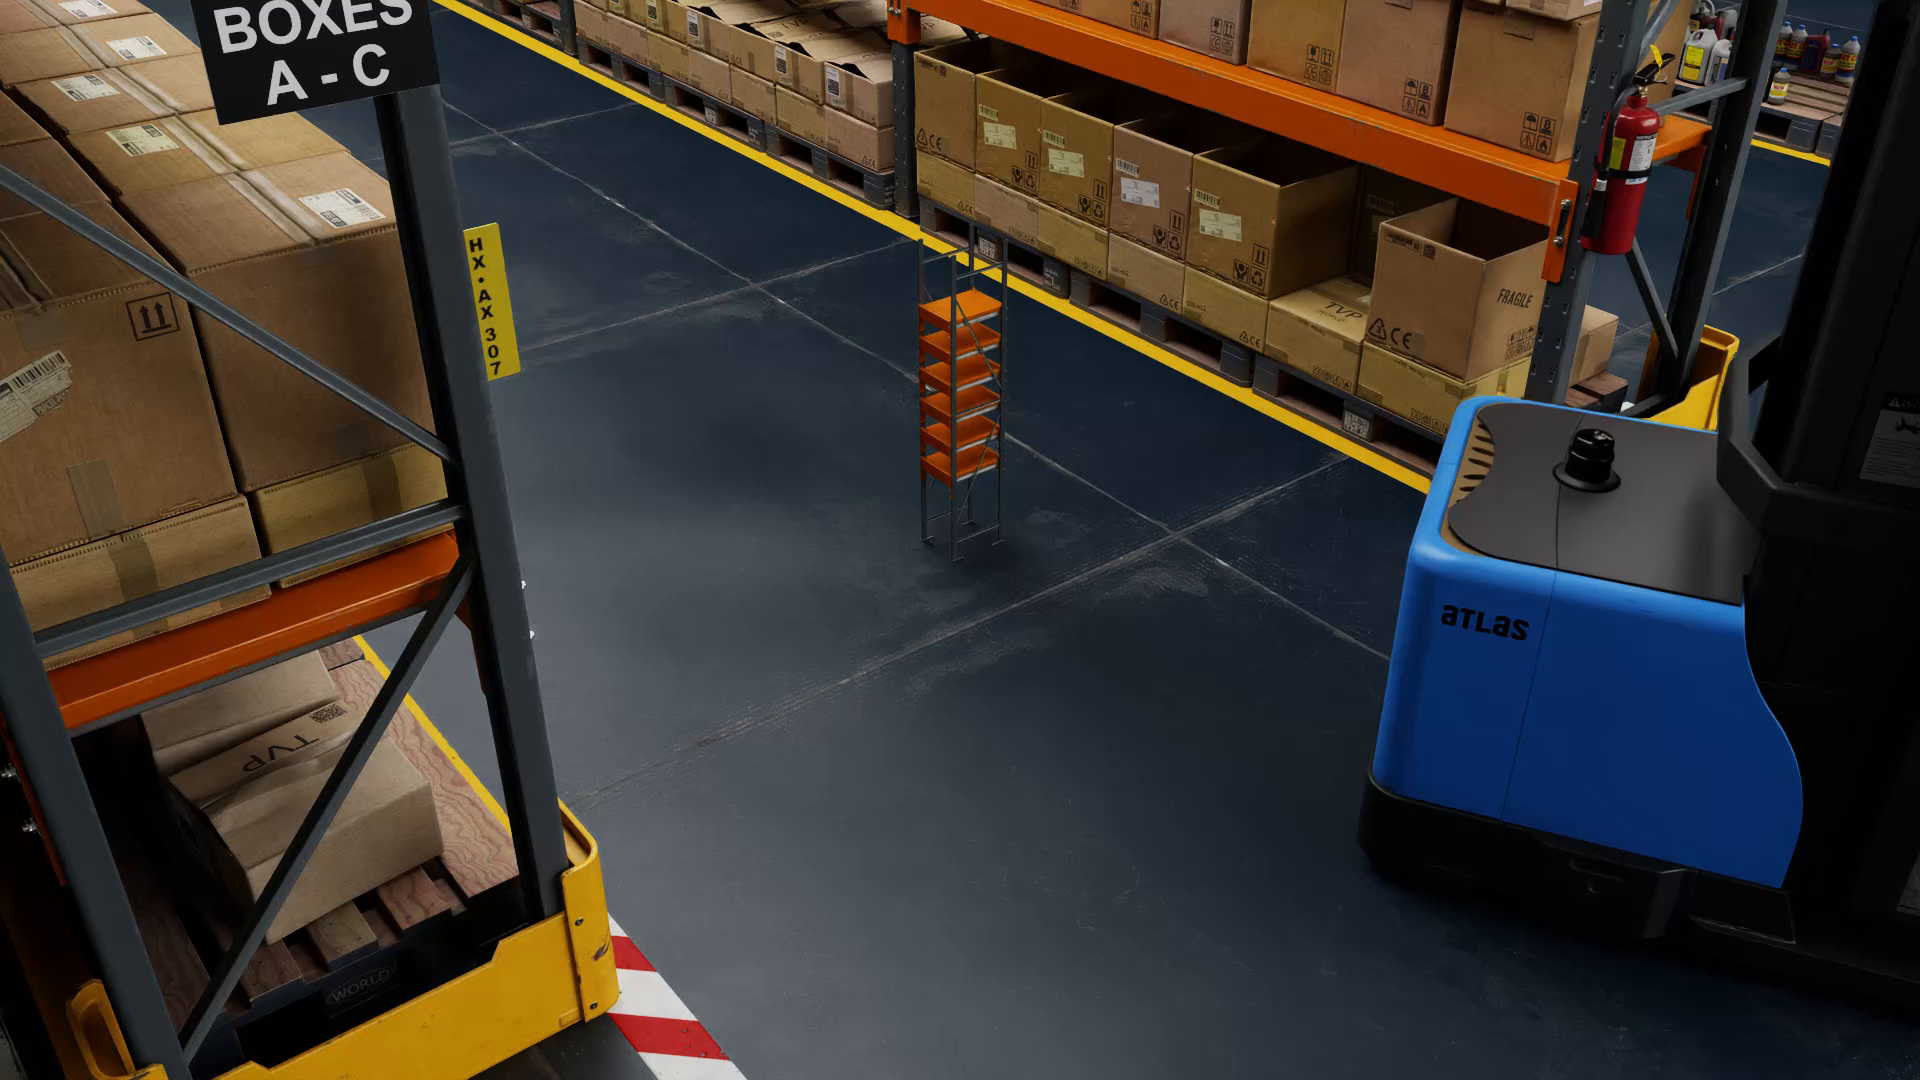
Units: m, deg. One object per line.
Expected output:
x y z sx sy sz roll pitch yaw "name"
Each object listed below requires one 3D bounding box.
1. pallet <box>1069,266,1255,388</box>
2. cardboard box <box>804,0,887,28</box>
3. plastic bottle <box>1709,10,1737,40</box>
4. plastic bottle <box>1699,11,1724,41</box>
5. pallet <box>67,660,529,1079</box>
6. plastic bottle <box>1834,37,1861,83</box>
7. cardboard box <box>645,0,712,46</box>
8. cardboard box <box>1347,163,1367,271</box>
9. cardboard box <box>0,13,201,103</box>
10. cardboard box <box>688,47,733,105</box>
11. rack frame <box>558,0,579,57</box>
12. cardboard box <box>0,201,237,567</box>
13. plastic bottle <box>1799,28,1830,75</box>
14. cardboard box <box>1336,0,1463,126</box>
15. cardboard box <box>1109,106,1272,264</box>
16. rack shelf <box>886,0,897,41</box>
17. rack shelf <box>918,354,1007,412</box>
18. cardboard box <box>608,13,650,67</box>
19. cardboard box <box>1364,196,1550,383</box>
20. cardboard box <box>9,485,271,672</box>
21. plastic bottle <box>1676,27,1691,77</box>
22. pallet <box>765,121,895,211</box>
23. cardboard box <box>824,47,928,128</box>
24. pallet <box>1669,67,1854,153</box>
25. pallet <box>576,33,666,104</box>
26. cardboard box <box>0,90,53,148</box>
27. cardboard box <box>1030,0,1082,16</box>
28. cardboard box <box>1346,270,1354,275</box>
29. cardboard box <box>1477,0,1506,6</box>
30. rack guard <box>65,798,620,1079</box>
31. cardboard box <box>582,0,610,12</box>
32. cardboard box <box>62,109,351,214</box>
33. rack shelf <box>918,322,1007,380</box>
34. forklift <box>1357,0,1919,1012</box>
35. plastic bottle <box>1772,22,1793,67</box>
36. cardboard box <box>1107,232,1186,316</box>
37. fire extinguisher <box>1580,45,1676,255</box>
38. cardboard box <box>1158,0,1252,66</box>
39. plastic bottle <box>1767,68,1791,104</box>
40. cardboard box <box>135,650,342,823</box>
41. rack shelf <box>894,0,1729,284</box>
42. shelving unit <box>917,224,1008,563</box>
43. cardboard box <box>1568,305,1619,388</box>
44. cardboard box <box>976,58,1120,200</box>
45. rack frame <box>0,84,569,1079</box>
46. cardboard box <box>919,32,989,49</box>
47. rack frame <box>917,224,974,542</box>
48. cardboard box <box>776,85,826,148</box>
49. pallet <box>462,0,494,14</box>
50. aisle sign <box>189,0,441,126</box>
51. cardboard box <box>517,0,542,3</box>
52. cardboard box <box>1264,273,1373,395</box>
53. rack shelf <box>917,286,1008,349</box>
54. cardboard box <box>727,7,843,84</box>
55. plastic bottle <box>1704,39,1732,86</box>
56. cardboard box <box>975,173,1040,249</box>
1.282 -1.163 7.923 1.003 0.211 1.213 -22 38 -31 "pallet"
-0.603 -3.128 10.121 0.500 0.311 0.500 -24 39 -33 "cardboard box"
5.025 -3.374 11.003 0.152 0.276 0.135 -22 38 -31 "plastic bottle"
4.941 -3.342 10.945 0.061 0.283 0.133 -22 38 -31 "plastic bottle"
-1.899 0.873 4.645 1.003 0.211 1.213 -22 38 -31 "pallet"
5.578 -3.020 10.438 0.097 0.271 0.097 0 32 0 "plastic bottle"
-1.649 -3.374 10.516 0.500 0.311 0.500 -23 39 -33 "cardboard box"
1.750 -1.571 7.433 0.500 0.500 0.500 -22 38 -31 "cardboard box"
-2.371 -1.128 4.635 0.500 0.500 0.500 -21 38 -30 "cardboard box"
-1.342 -2.928 10.329 0.500 0.250 0.500 -21 38 -30 "cardboard box"
-2.378 -4.868 11.246 1.000 3.000 0.127 -22 38 -31 "rack frame"
-1.840 -0.321 3.336 0.500 0.500 0.500 -23 38 -32 "cardboard box"
5.453 -3.125 10.596 0.061 0.283 0.133 -22 38 -31 "plastic bottle"
1.926 -1.993 6.521 0.700 0.500 0.500 -21 38 -30 "cardboard box"
1.034 -1.611 7.499 0.500 0.500 0.500 -22 38 -31 "cardboard box"
-1.151 -3.729 10.093 1.077 0.370 4.000 -22 38 -31 "rack shelf"
0.009 -0.568 5.884 0.258 0.103 0.180 -22 38 -31 "rack shelf"
-1.979 -3.356 11.019 0.500 0.250 0.500 -23 39 -33 "cardboard box"
1.964 -0.990 6.499 0.500 0.500 0.500 -22 38 -31 "cardboard box"
-1.822 -0.007 3.541 0.500 0.250 0.500 -22 38 -31 "cardboard box"
4.534 -3.138 10.552 0.144 0.351 0.185 -23 38 -32 "plastic bottle"
-0.407 -2.311 9.771 1.003 0.211 1.213 -22 38 -31 "pallet"
-0.400 -2.526 9.151 0.500 0.311 0.500 -22 38 -31 "cardboard box"
5.121 -2.816 10.583 1.003 0.211 1.213 -22 38 -31 "pallet"
-1.904 -3.328 11.409 1.003 0.211 1.213 -22 38 -31 "pallet"
-2.461 -0.748 4.024 0.500 0.500 0.500 -23 39 -33 "cardboard box"
0.681 -2.843 7.890 0.700 0.500 0.500 -23 38 -32 "cardboard box"
1.759 -1.256 7.637 0.500 0.250 0.500 -22 38 -31 "cardboard box"
1.982 -2.059 6.012 0.380 0.149 0.250 -21 38 -30 "cardboard box"
-1.429 1.100 4.005 1.175 0.500 0.348 -22 38 -31 "rack guard"
-2.288 -3.804 11.208 0.500 0.311 0.500 -21 37 -30 "cardboard box"
-1.733 -0.699 3.945 0.500 0.500 0.500 -22 38 -31 "cardboard box"
0.009 -0.670 5.821 0.258 0.103 0.180 -22 38 -31 "rack shelf"
2.700 -0.252 3.878 3.031 2.935 1.130 12 34 19 "forklift"
5.306 -3.204 10.735 0.097 0.271 0.097 0 32 0 "plastic bottle"
1.037 -1.294 7.698 0.500 0.250 0.500 -22 38 -31 "cardboard box"
2.234 -1.302 5.577 0.296 0.674 0.183 -22 38 -31 "fire extinguisher"
1.300 -2.420 7.208 0.700 0.500 0.500 -21 38 -30 "cardboard box"
4.971 -2.757 10.081 0.097 0.201 0.097 0 32 0 "plastic bottle"
-2.085 0.470 4.781 0.500 0.311 0.500 -19 37 -28 "cardboard box"
1.302 -2.062 7.409 1.077 0.370 4.000 -22 38 -31 "rack shelf"
0.009 -0.504 5.924 0.258 1.200 0.189 -22 38 -31 "shelving unit"
2.375 -0.840 6.968 0.500 0.250 0.500 -22 38 -31 "cardboard box"
0.425 -2.030 8.173 0.500 0.500 0.500 -22 38 -31 "cardboard box"
-1.383 0.070 3.294 1.000 3.000 0.127 -22 38 -31 "rack frame"
0.019 -2.703 9.435 0.500 0.311 0.500 -22 38 -31 "cardboard box"
-0.047 -0.542 5.985 0.240 1.200 0.006 -22 38 -31 "rack frame"
-0.717 -2.502 9.644 0.500 0.250 0.500 -23 39 -32 "cardboard box"
-3.550 -4.515 13.320 1.003 0.211 1.213 -22 38 -31 "pallet"
-1.101 -1.102 2.717 0.394 0.787 0.004 -22 38 -31 "aisle sign"
-3.137 -4.307 12.294 0.500 0.500 0.500 -21 37 -30 "cardboard box"
1.650 -0.877 7.027 0.500 0.250 0.500 -22 38 -31 "cardboard box"
0.009 -0.772 5.757 0.258 0.103 0.180 -22 38 -31 "rack shelf"
-1.028 -2.950 9.833 0.500 0.311 0.500 -22 38 -32 "cardboard box"
4.753 -2.961 10.338 0.152 0.276 0.135 -23 39 -33 "plastic bottle"
0.423 -1.710 8.369 0.500 0.250 0.500 -22 38 -31 "cardboard box"
